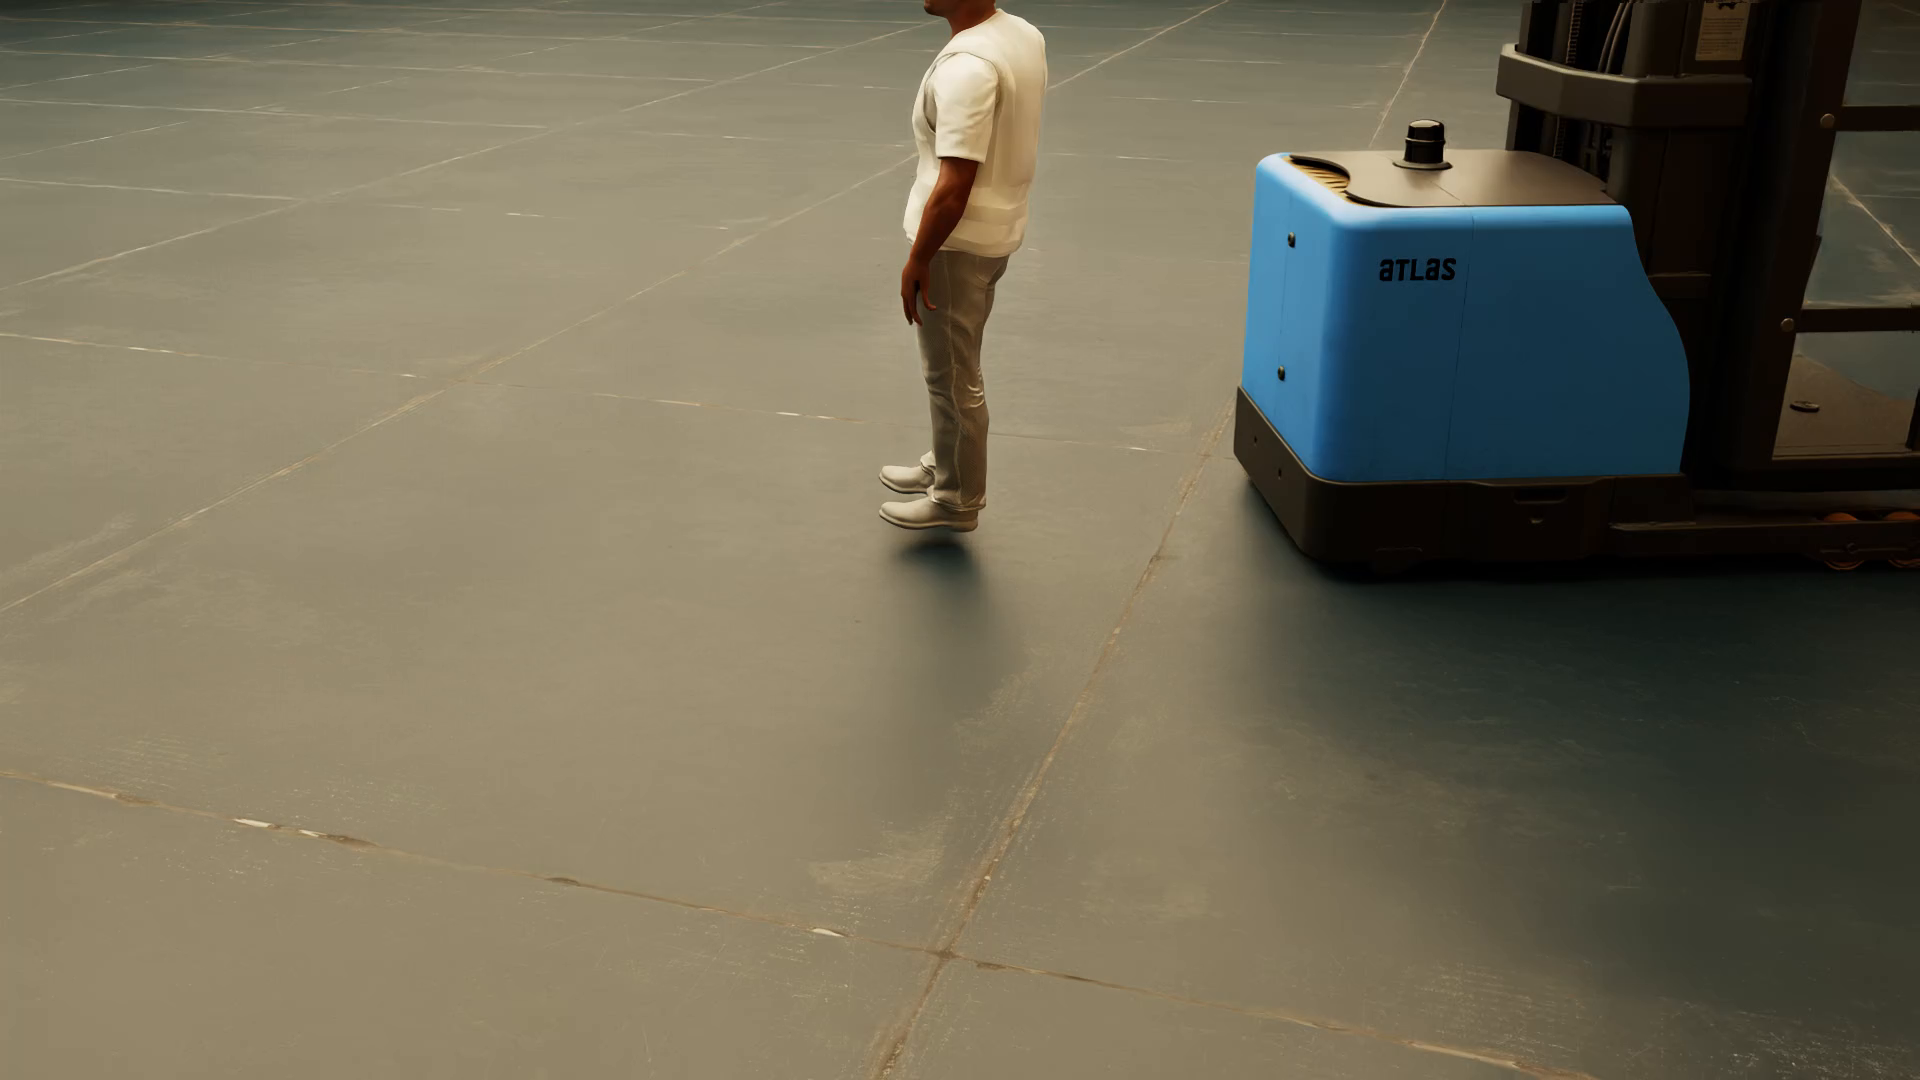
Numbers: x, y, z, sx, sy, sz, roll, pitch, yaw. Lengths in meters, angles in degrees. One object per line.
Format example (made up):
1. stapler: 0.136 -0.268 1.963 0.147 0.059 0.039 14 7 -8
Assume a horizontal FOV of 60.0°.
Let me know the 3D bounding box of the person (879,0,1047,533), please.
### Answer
1. person: -0.064 -0.870 4.790 0.577 1.765 0.665 7 23 16

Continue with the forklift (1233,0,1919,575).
1. forklift: 2.472 -1.465 4.828 3.031 2.935 1.130 -2 22 -4
